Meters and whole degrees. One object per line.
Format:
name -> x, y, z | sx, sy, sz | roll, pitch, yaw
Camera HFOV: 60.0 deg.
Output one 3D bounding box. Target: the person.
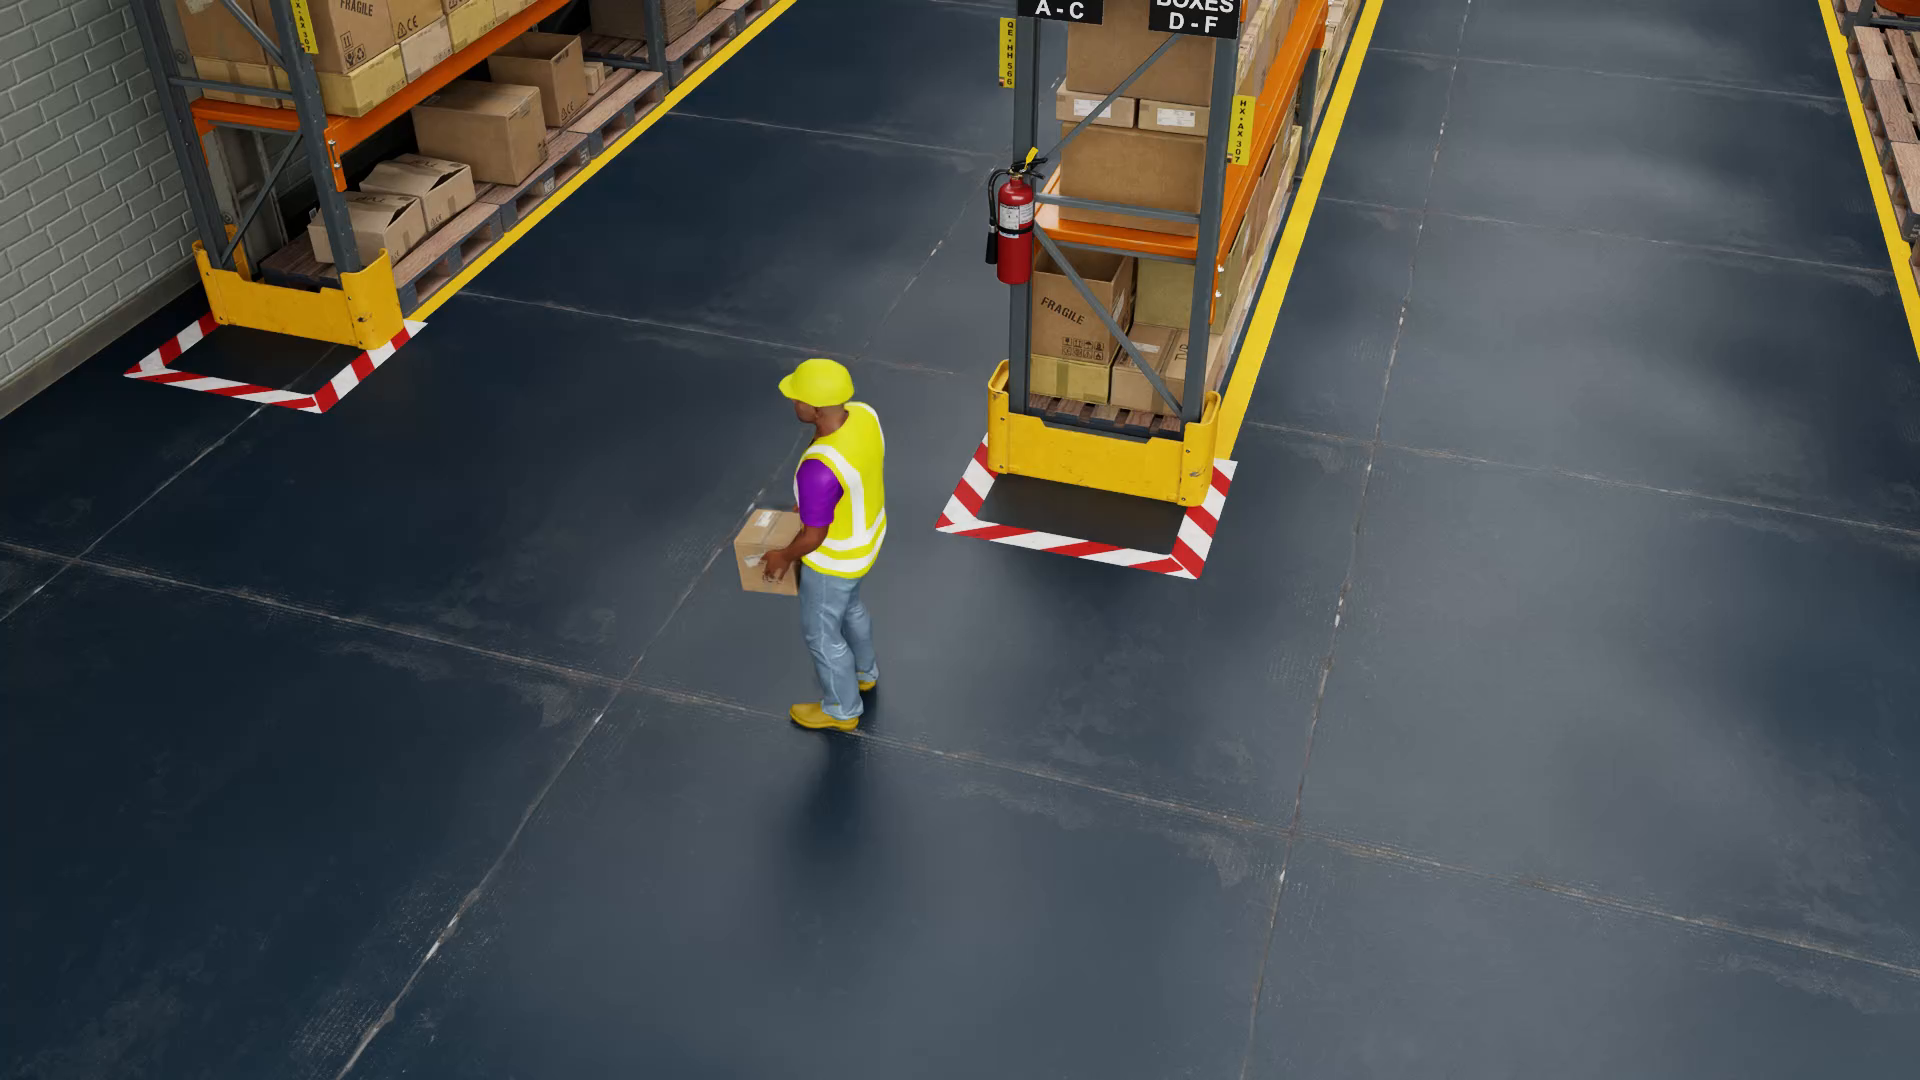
person -> -0.549, 0.020, 6.846 | 0.463, 1.766, 0.572 | 10, 38, 13
